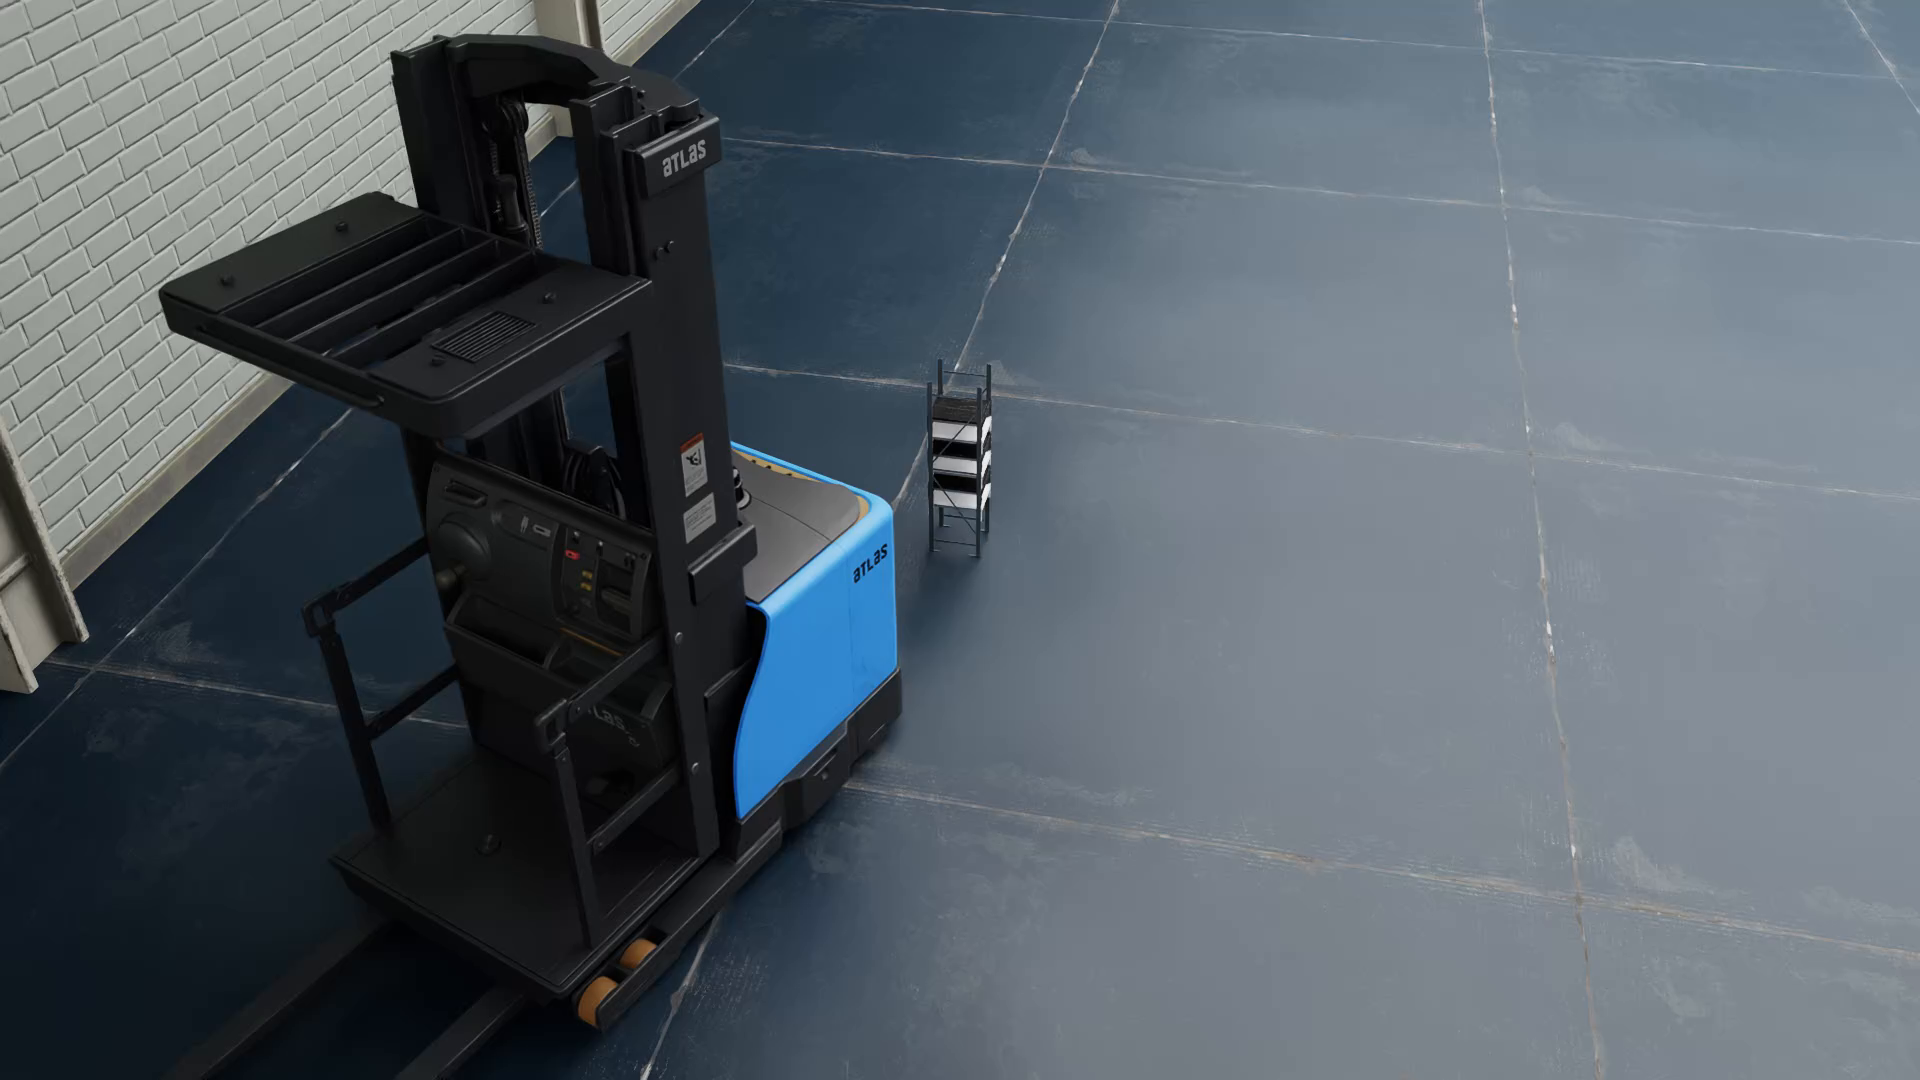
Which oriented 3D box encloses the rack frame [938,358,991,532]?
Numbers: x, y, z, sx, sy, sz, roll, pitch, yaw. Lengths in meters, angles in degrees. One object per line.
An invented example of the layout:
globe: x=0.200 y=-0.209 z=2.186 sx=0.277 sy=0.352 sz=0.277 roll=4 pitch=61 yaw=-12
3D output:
rack frame: x=0.020 y=-0.418 z=7.560 sx=0.240 sy=0.900 sz=0.006 roll=7 pitch=37 yaw=10

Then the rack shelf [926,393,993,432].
rack shelf: x=-0.002 y=-0.551 z=7.341 sx=0.258 sy=0.077 sz=0.200 roll=7 pitch=37 yaw=10

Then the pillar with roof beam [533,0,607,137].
pillar with roof beam: x=1.538 y=-6.040 z=8.416 sx=9.100 sy=9.000 sz=0.400 roll=7 pitch=37 yaw=10

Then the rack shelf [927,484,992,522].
rack shelf: x=-0.002 y=-0.187 z=7.605 sx=0.258 sy=0.077 sz=0.200 roll=7 pitch=37 yaw=10

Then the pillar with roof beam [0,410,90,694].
pillar with roof beam: x=0.256 y=-2.601 z=3.670 sx=9.100 sy=9.000 sz=0.400 roll=7 pitch=37 yaw=10

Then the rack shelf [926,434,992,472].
rack shelf: x=-0.002 y=-0.406 z=7.446 sx=0.258 sy=0.077 sz=0.200 roll=7 pitch=37 yaw=10

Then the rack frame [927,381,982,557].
rack frame: x=-0.023 y=-0.301 z=7.399 sx=0.240 sy=0.900 sz=0.006 roll=7 pitch=37 yaw=10

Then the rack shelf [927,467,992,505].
rack shelf: x=-0.002 y=-0.260 z=7.552 sx=0.258 sy=0.077 sz=0.200 roll=7 pitch=37 yaw=10

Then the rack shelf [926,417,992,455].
rack shelf: x=-0.002 y=-0.478 z=7.393 sx=0.258 sy=0.077 sz=0.200 roll=7 pitch=37 yaw=10

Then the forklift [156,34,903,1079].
forklift: x=-1.449 y=0.113 z=5.096 sx=1.130 sy=2.935 sz=3.031 roll=21 pitch=41 yaw=26

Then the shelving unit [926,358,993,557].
shelving unit: x=-0.002 y=-0.360 z=7.479 sx=0.258 sy=0.900 sz=0.210 roll=7 pitch=37 yaw=10

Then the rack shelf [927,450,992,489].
rack shelf: x=-0.002 y=-0.333 z=7.499 sx=0.258 sy=0.077 sz=0.200 roll=7 pitch=37 yaw=10
